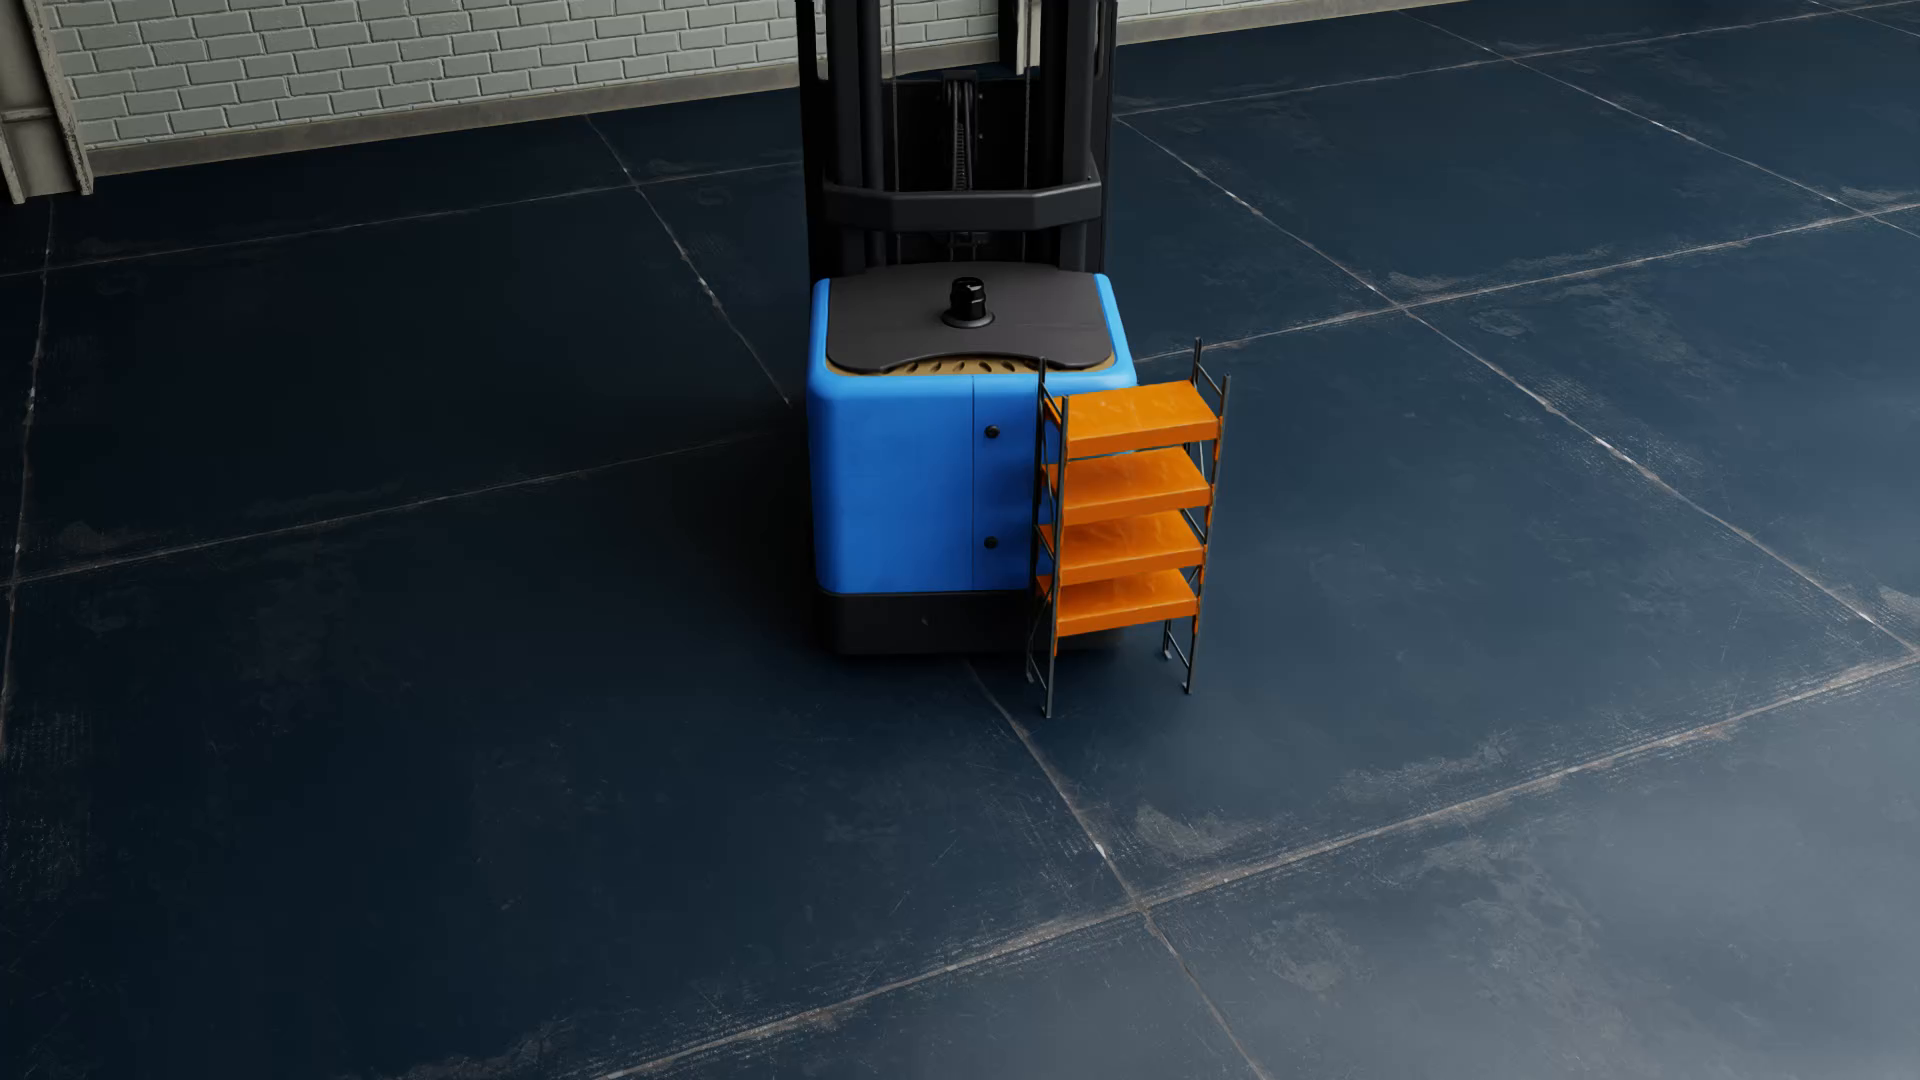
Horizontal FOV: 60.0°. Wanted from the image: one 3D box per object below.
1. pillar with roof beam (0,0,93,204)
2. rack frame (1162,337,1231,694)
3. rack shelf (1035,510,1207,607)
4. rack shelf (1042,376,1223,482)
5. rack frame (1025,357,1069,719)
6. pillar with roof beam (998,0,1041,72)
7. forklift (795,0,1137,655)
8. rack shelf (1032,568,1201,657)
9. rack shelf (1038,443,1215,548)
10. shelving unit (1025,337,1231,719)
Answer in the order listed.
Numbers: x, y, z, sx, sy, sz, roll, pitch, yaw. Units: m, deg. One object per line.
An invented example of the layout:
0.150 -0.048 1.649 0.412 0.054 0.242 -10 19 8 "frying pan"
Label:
-3.371 -3.555 3.463 0.400 9.000 9.100 -13 35 -19 "pillar with roof beam"
0.733 -0.048 5.213 0.015 1.200 0.240 -8 37 -13 "rack frame"
0.496 0.041 5.199 0.480 0.148 0.258 -8 37 -13 "rack shelf"
0.502 -0.333 4.930 0.480 0.148 0.258 -8 37 -13 "rack shelf"
0.261 0.021 5.106 0.015 1.200 0.240 -8 37 -13 "rack frame"
2.161 -4.822 5.410 0.400 9.000 9.100 -13 35 -19 "pillar with roof beam"
-0.022 -1.620 6.052 1.130 2.935 3.031 -1 33 -2 "forklift"
0.494 0.203 5.314 0.480 0.148 0.258 -8 37 -13 "rack shelf"
0.499 -0.141 5.068 0.480 0.148 0.258 -8 37 -13 "rack shelf"
0.497 -0.013 5.159 0.503 1.200 0.258 -8 37 -13 "shelving unit"
